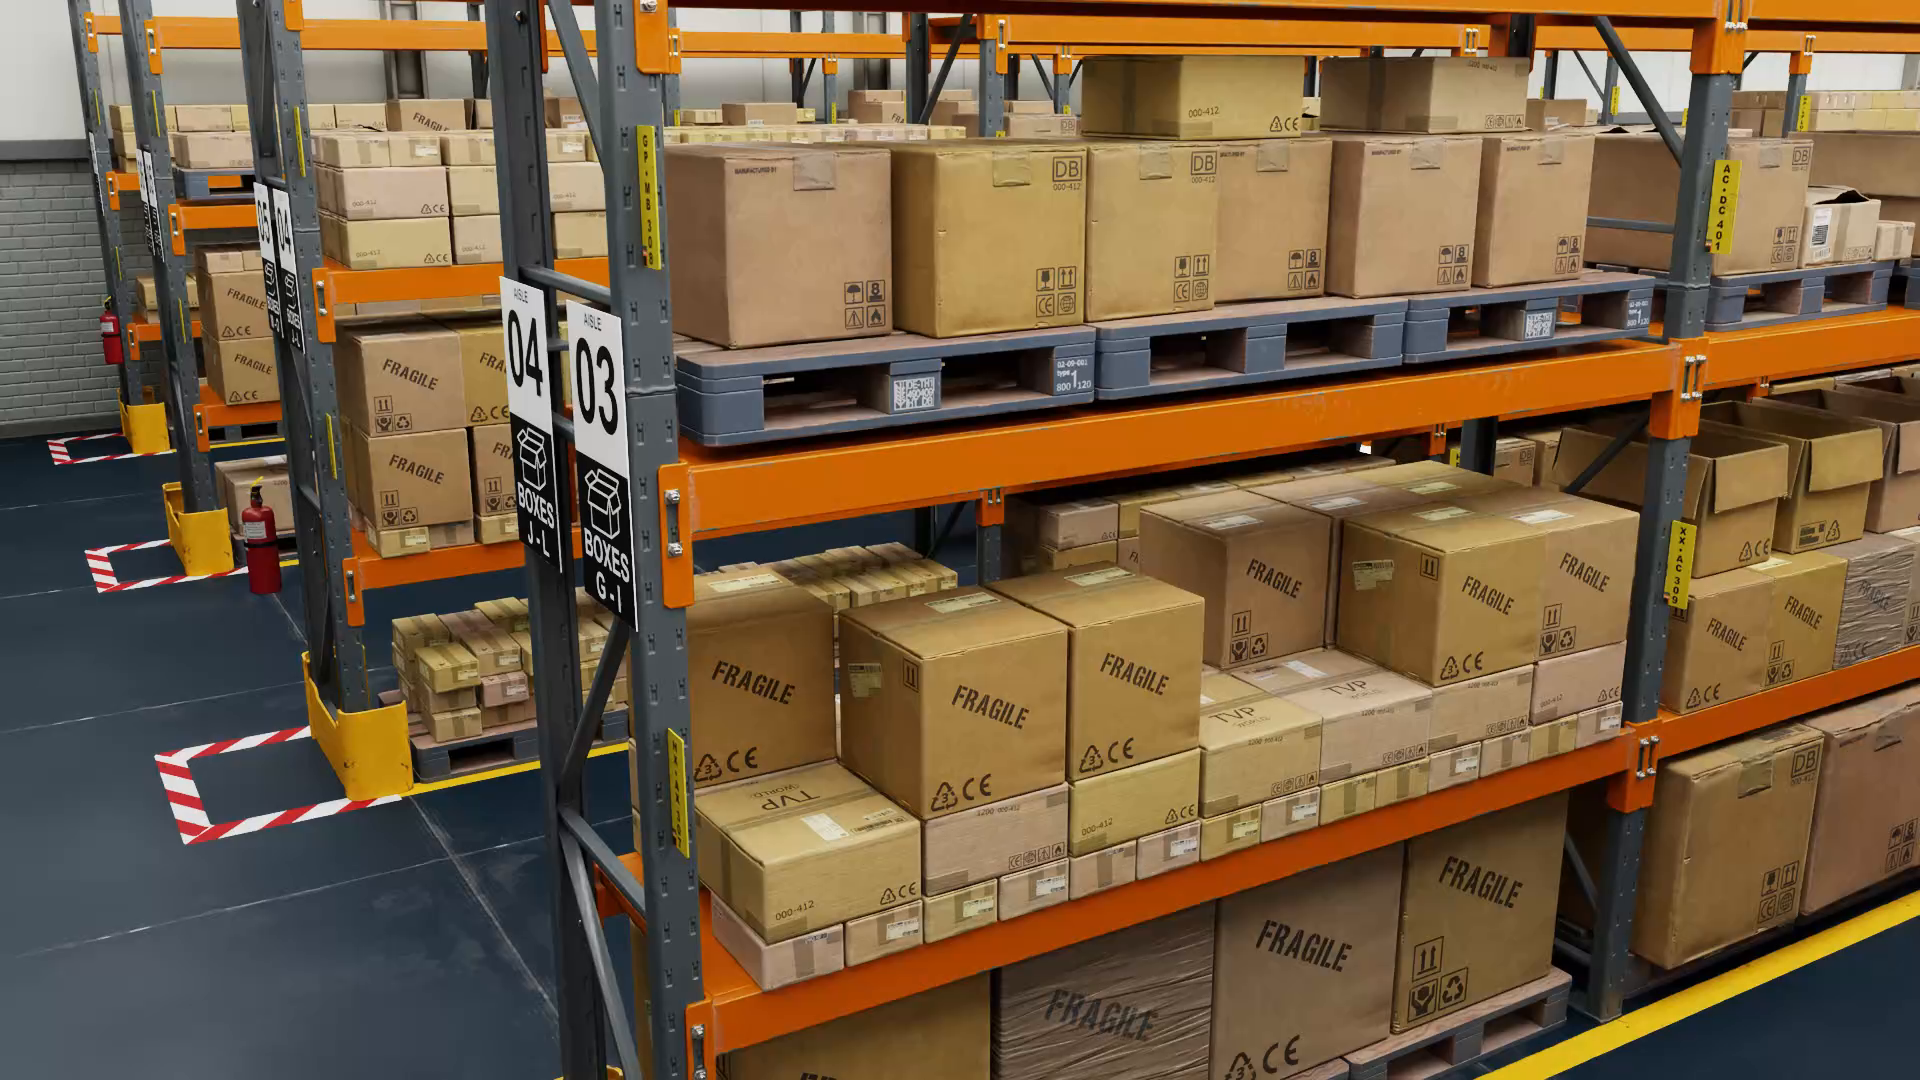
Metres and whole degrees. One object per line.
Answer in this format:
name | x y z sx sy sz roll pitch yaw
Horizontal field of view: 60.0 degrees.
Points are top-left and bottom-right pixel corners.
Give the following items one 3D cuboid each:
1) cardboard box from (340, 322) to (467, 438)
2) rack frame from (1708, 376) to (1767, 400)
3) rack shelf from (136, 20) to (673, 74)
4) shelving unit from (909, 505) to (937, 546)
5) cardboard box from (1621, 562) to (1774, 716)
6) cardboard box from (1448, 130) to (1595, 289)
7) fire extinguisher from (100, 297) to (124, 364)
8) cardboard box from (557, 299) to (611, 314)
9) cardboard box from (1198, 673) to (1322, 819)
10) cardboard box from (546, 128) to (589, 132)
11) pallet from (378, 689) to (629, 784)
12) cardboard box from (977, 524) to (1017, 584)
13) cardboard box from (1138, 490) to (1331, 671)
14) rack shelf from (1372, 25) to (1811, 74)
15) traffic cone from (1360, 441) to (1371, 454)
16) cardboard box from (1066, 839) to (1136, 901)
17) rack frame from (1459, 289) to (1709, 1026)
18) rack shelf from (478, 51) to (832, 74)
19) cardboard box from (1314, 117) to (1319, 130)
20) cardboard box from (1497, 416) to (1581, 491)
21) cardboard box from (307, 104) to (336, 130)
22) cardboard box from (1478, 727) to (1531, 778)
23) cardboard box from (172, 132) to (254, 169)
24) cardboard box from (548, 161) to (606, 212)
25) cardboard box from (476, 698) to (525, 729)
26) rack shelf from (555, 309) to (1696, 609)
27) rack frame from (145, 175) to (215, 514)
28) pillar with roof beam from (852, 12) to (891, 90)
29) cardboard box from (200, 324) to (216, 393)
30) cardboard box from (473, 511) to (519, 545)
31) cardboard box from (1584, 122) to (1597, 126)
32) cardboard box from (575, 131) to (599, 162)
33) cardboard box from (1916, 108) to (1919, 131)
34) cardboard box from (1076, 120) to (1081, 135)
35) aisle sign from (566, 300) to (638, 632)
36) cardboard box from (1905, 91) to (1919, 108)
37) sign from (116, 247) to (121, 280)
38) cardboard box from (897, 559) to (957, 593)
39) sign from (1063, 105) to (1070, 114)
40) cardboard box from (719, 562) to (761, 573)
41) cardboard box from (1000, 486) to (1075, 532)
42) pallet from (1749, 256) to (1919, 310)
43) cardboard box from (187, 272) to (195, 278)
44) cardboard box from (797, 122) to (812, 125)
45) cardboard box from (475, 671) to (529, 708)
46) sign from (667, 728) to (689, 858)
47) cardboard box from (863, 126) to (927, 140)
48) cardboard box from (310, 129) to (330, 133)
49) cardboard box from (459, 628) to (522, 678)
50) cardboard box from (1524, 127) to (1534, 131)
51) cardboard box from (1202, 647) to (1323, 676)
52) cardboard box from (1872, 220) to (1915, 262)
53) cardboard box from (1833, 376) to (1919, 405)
cardboard box | -2.951 -0.858 8.825 0.500 0.500 0.500 -9 18 -30
rack frame | 6.813 -1.852 14.960 0.127 3.000 1.000 -9 18 -30
rack shelf | -4.394 -3.943 13.378 4.000 0.370 1.077 -9 18 -30
shelving unit | 0.006 -0.723 13.711 0.755 1.500 0.431 -9 18 -30
cardboard box | 2.947 0.367 6.857 0.500 0.500 0.500 -9 18 -30
cardboard box | 1.784 -1.199 5.923 0.500 0.500 0.700 -10 19 -33
fire extinguisher | -8.556 -2.119 16.747 0.183 0.674 0.296 -9 18 -30
cardboard box | -2.333 -1.123 9.770 0.500 0.500 0.500 -8 18 -27
cardboard box | 0.865 0.686 5.633 0.500 0.250 0.500 -10 18 -31
cardboard box | -2.225 -2.274 9.520 0.250 0.149 0.380 -9 18 -29
pallet | -2.693 1.043 9.797 1.213 0.211 1.003 -9 18 -30
cardboard box | 0.460 0.100 11.849 0.500 0.500 0.500 -10 18 -31
cardboard box | 1.012 0.137 6.202 0.500 0.500 0.500 -10 18 -31
rack shelf | 5.099 -3.924 13.310 4.000 0.370 1.077 -9 18 -30
traffic cone | 4.102 -0.994 16.599 0.334 0.463 0.336 -9 18 -30
cardboard box | 0.349 0.982 5.314 0.250 0.149 0.380 -10 18 -31
rack frame | 2.424 0.421 6.849 0.127 3.000 1.000 -9 18 -30
rack shelf | -3.525 -5.647 19.457 4.000 0.370 1.077 -9 18 -30
cardboard box | 2.740 -2.966 11.773 0.258 0.266 0.396 -9 18 -30
cardboard box | 4.701 -0.601 13.888 0.750 0.750 1.050 -9 18 -29
cardboard box | -6.858 -4.436 17.419 0.500 0.250 0.500 -9 18 -28
cardboard box | 1.890 0.732 6.207 0.250 0.149 0.380 -10 18 -31
cardboard box | -5.769 -3.021 12.888 0.500 0.250 0.500 -11 19 -35
cardboard box | -2.077 -1.938 9.061 0.500 0.250 0.500 -9 18 -29
cardboard box | -2.677 0.932 9.531 0.250 0.149 0.380 -9 18 -30
rack shelf | 0.709 -0.399 5.550 4.000 0.370 1.077 -9 18 -30
rack frame | -6.109 -1.315 13.045 0.127 3.000 1.000 -9 18 -30
pillar with roof beam | 1.060 -5.858 18.135 0.400 9.000 9.100 -9 18 -30
cardboard box | -5.832 -1.492 13.489 0.500 0.500 0.500 -9 18 -29
cardboard box | -2.571 -0.102 9.183 0.250 0.149 0.380 -10 18 -31
cardboard box | 7.306 -4.921 20.078 0.500 0.250 0.500 -9 18 -30
cardboard box | -1.930 -2.142 9.050 0.250 0.149 0.380 -9 18 -28
cardboard box | 8.674 -3.832 15.230 0.500 0.250 0.500 -9 18 -29
cardboard box | 1.566 -4.049 17.056 0.500 0.500 0.700 -9 18 -30
aisle sign | -0.912 -0.195 4.231 0.004 0.787 0.394 -9 18 -30
cardboard box | 8.391 -3.959 14.944 0.250 0.149 0.380 -9 18 -30
sign | -8.389 -2.755 16.576 0.005 0.325 0.100 -9 18 -30
cardboard box | -0.215 0.254 10.850 0.250 0.149 0.380 -9 18 -28
sign | 1.027 -4.029 16.065 0.005 0.325 0.100 -9 18 -30
cardboard box | -1.376 0.273 10.780 0.250 0.149 0.380 -9 18 -29
cardboard box | 0.464 -0.262 11.751 0.500 0.250 0.500 -10 18 -31
pallet | 4.371 -1.230 7.533 1.213 0.211 1.003 -8 18 -27
cardboard box | -7.968 -2.731 17.822 0.500 0.250 0.500 -9 18 -30
cardboard box | -1.991 -5.034 20.294 0.250 0.149 0.380 -9 18 -29
cardboard box | -2.628 0.805 9.435 0.250 0.149 0.380 -9 18 -30
sign | -0.724 0.652 4.277 0.005 0.325 0.100 -9 18 -30
cardboard box | -0.393 -2.399 9.967 0.250 0.149 0.380 -9 18 -28
cardboard box | -6.846 -4.198 17.498 0.500 0.250 0.500 -10 18 -31
cardboard box | -2.674 0.639 9.473 0.250 0.149 0.380 -9 18 -29
cardboard box | 4.118 -2.998 12.691 0.500 0.311 0.500 -9 18 -30
cardboard box | 1.016 0.496 6.308 0.500 0.250 0.500 -9 18 -28
cardboard box | 3.777 -1.276 7.036 0.250 0.149 0.380 -10 19 -32
cardboard box | 4.657 -0.478 8.014 0.637 0.503 0.797 -9 18 -28
